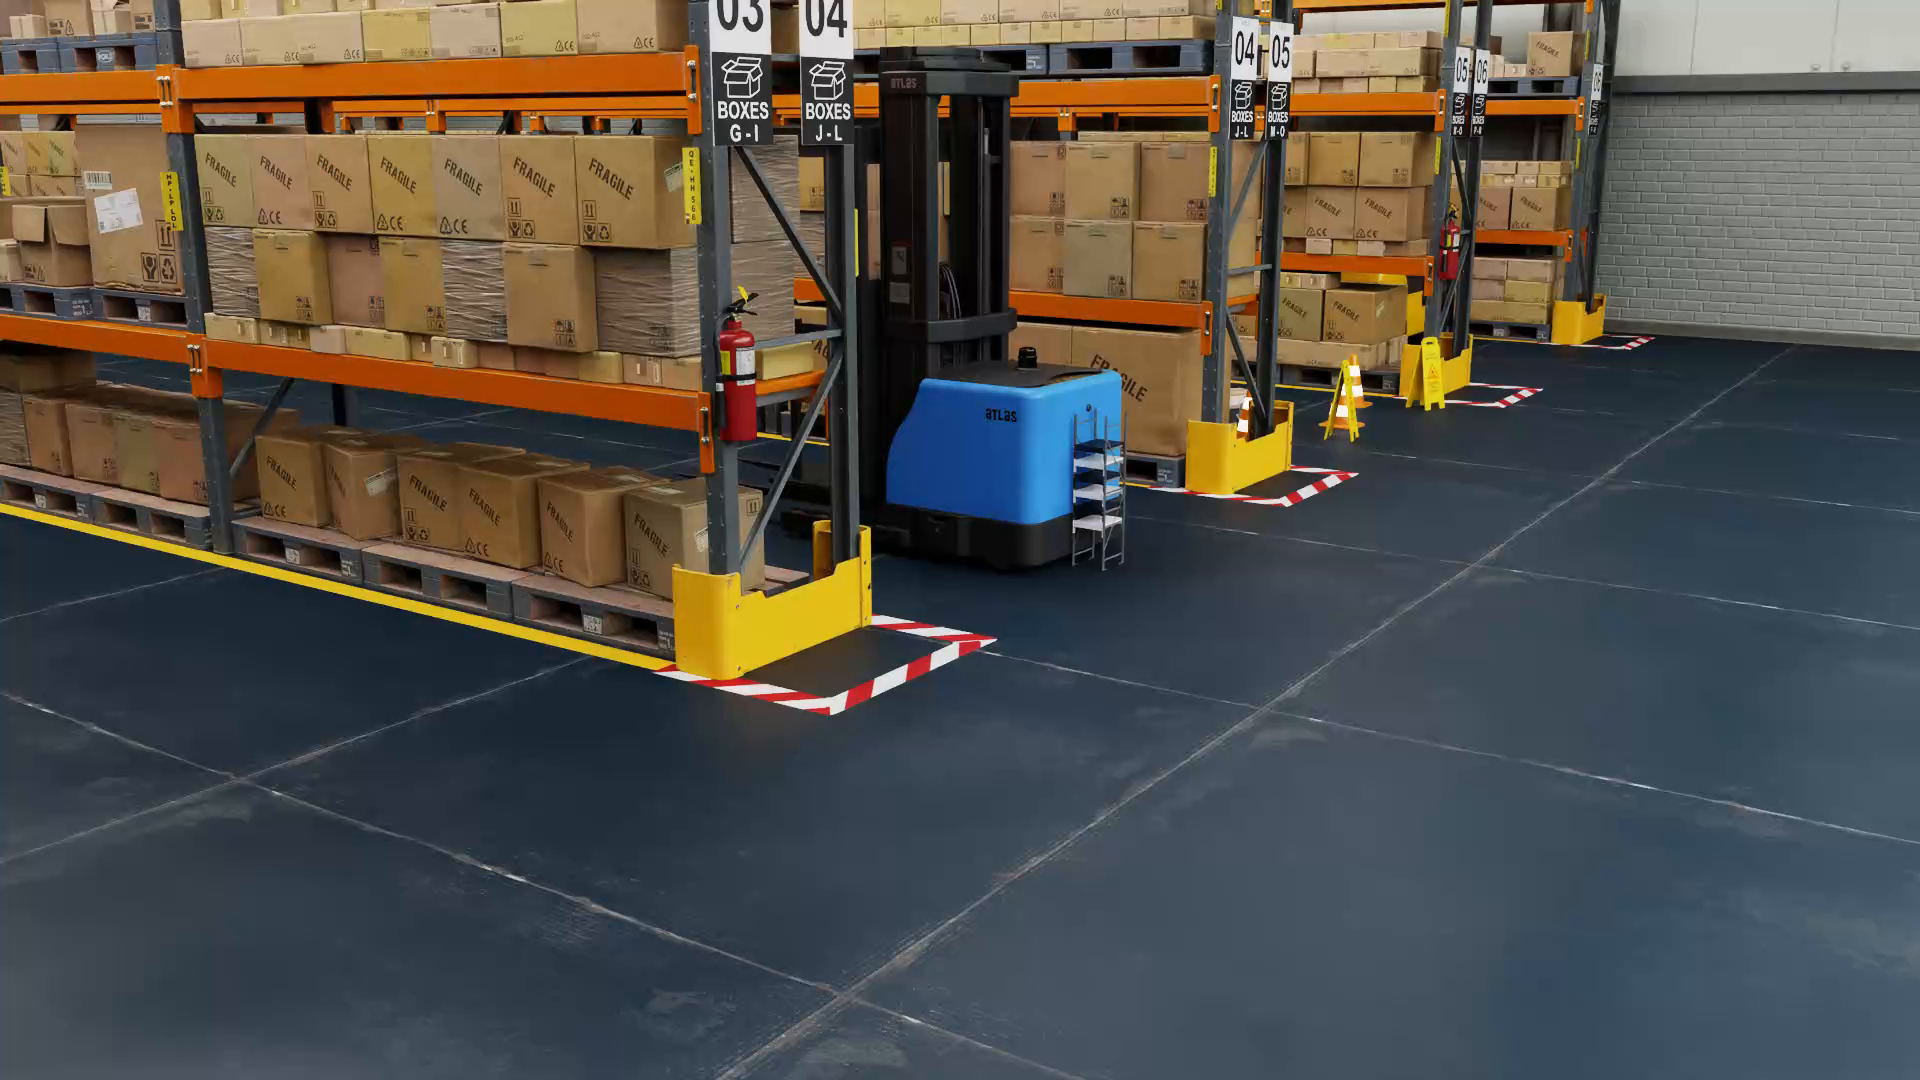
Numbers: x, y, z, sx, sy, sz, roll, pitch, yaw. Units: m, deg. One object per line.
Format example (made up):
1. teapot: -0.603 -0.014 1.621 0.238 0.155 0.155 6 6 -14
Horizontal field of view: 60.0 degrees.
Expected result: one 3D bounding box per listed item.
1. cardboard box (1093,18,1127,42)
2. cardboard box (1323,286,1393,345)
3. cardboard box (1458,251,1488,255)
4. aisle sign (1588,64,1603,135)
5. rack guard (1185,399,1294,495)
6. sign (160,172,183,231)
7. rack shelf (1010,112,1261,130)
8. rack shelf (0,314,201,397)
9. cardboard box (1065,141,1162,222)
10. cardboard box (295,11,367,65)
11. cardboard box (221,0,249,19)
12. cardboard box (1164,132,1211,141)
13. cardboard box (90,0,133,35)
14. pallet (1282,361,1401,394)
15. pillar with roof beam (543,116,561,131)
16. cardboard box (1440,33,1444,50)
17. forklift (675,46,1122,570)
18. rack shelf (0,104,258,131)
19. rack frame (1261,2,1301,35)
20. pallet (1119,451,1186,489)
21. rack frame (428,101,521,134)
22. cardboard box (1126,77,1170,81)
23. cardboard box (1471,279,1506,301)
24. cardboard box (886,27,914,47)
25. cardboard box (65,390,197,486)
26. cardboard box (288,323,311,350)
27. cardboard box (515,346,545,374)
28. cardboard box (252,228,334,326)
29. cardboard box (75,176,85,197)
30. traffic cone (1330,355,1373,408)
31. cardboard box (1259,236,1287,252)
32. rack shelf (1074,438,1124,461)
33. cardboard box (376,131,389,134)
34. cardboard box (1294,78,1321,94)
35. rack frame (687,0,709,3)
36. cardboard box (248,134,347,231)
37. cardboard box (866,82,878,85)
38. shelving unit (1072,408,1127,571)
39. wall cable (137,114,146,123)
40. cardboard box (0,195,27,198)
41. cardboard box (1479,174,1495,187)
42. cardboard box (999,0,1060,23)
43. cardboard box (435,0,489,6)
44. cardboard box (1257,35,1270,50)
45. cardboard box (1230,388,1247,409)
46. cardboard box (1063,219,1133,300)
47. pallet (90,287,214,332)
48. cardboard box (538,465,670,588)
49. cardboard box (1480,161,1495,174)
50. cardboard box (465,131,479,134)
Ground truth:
1. cardboard box: 1.129 -3.536 11.565 0.250 0.149 0.380 9 17 34
2. cardboard box: 3.884 -2.194 16.231 0.500 0.500 0.500 9 17 33
3. cardboard box: 6.343 -3.488 20.937 0.500 0.250 0.500 9 17 32
4. aisle sign: 7.352 -5.090 19.232 0.004 0.787 0.394 9 17 33
5. rack guard: 2.036 -0.688 12.062 0.348 0.500 1.175 9 17 33
6. sign: -4.462 -1.917 9.414 0.005 0.325 0.100 9 17 33
7. rack shelf: 2.483 -5.807 22.793 4.000 0.370 1.077 9 17 33
8. rack shelf: -5.815 -1.385 11.172 4.000 0.370 1.077 9 17 33
9. cardboard box: 1.222 -2.614 12.083 0.550 0.550 0.875 9 17 33
10. cardboard box: -3.077 -2.599 8.649 0.500 0.250 0.500 8 16 31
11. cardboard box: -3.799 -2.915 9.098 0.250 0.149 0.380 8 16 30
12. cardboard box: 2.433 -3.872 16.815 0.500 0.500 0.700 9 16 32
13. cardboard box: -4.991 -3.166 10.036 0.258 0.266 0.396 10 17 35
14. pallet: 3.977 -1.678 16.662 1.213 0.211 1.003 9 17 33
15. pillar with roof beam: -9.952 -8.636 26.483 0.400 9.000 9.100 9 17 33
16. cardboard box: 4.513 -4.715 15.747 0.250 0.149 0.380 9 17 32
17. forklift: -0.507 -1.511 10.328 3.031 2.935 1.130 10 17 35
18. rack shelf: -9.601 -4.889 19.085 4.000 0.370 1.077 9 17 33
19. rack frame: 4.142 -7.344 21.263 0.127 3.000 1.000 9 17 33
20. pallet: 1.309 -0.643 12.480 1.213 0.211 1.003 9 17 33
21. rack frame: -4.623 -2.978 16.109 0.127 3.000 1.000 9 17 33
22. cardboard box: 2.021 -4.788 16.875 0.500 0.250 0.500 9 17 32
23. cardboard box: 6.473 -3.080 20.329 0.500 0.250 0.500 9 17 32
24. cardboard box: -0.346 -3.775 12.529 0.250 0.149 0.380 9 16 32
25. cardboard box: -5.503 -0.695 11.175 0.500 0.500 0.700 8 16 28
26. cardboard box: -3.509 -1.159 9.286 0.250 0.149 0.380 9 17 33
27. cardboard box: -2.014 -0.940 8.400 0.250 0.149 0.380 9 17 33
28. cardboard box: -3.421 -1.512 9.361 0.500 0.500 0.875 9 17 33
29. cardboard box: -9.758 -3.926 19.113 0.500 0.500 0.500 9 16 31
30. traffic cone: 3.618 -1.474 15.316 0.334 0.463 0.336 9 17 33
31. cardboard box: 3.164 -2.948 16.514 0.250 0.149 0.380 9 17 32
32. rack shelf: 0.808 -0.524 9.583 0.200 0.077 0.258 10 17 35
33. cardboard box: -8.033 -5.718 23.542 0.250 0.149 0.380 10 17 35
34. cardboard box: 3.410 -4.372 16.022 0.250 0.149 0.380 9 17 32
35. rack frame: -0.836 -3.841 7.114 0.127 3.000 1.000 9 17 33
36. cardboard box: -3.508 -1.966 9.116 0.500 0.500 0.500 9 17 33
37. cardboard box: -0.662 -5.285 18.975 0.637 0.503 0.797 9 17 33
38. shelving unit: 0.808 -0.294 9.640 0.210 0.900 0.258 10 17 35
39. wall cable: -13.274 -6.311 27.395 0.123 1.953 0.585 9 17 33
40. cardboard box: -7.004 -2.190 11.846 0.500 0.500 0.500 7 15 26
41. cardboard box: 6.408 -4.360 20.137 0.250 0.149 0.380 9 17 32
42. cardboard box: 0.623 -3.829 11.919 0.500 0.250 0.500 9 17 32
43. cardboard box: -2.316 -2.657 8.054 0.250 0.149 0.380 8 16 30
44. cardboard box: 2.958 -4.812 16.140 0.250 0.149 0.380 10 17 34
45. cardboard box: 2.480 -1.294 15.242 0.380 0.149 0.250 -7 15 -25
46. cardboard box: 1.214 -2.088 12.202 0.550 0.550 0.875 9 17 33
47. pallet: -4.708 -1.504 10.556 1.213 0.211 1.003 9 17 33
48. cardboard box: -1.860 -0.080 8.733 0.500 0.500 0.500 -12 18 -39
49. cardboard box: 6.427 -4.514 20.139 0.250 0.149 0.380 9 17 33
50. cardboard box: -6.504 -5.490 22.621 0.250 0.149 0.380 9 17 32
